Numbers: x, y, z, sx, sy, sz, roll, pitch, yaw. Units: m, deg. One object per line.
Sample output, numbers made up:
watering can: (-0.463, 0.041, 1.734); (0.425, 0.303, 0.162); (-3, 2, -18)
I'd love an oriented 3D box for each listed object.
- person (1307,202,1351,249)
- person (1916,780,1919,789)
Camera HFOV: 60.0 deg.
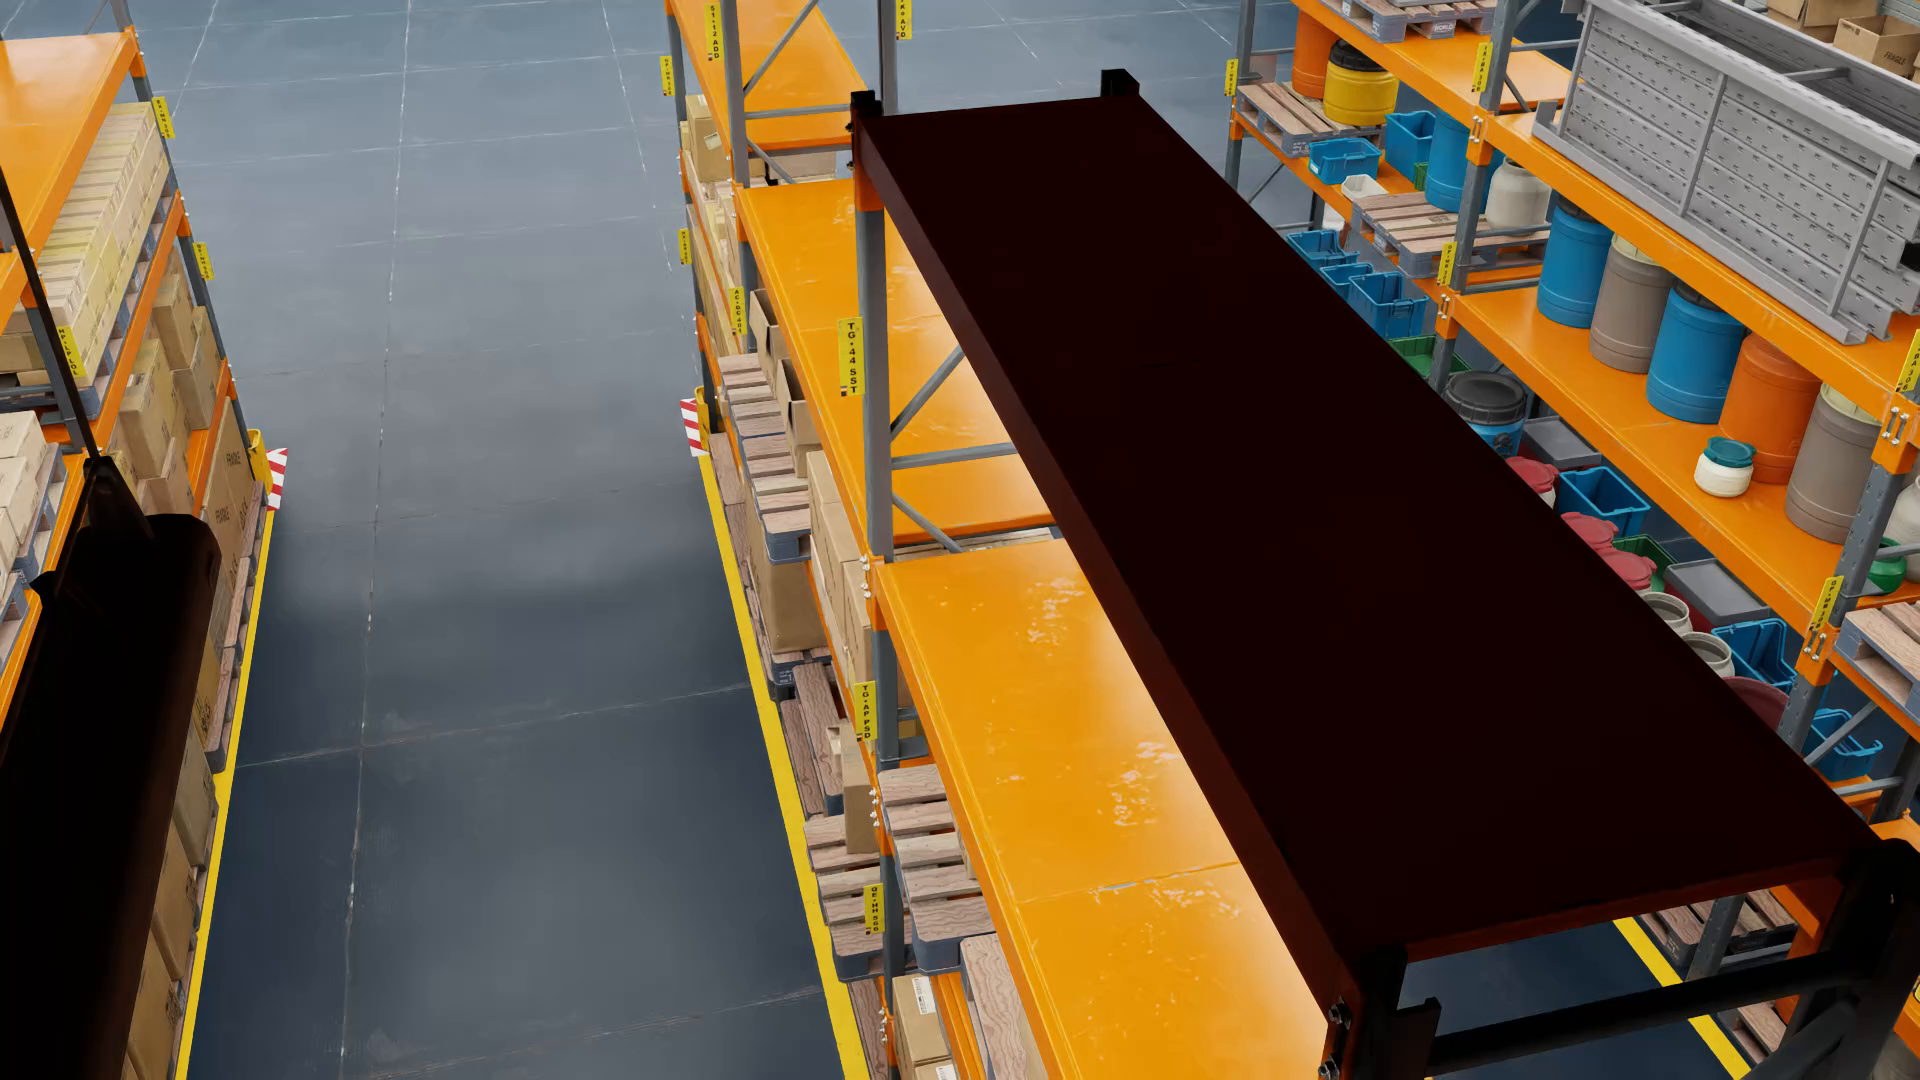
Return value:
person: (3.872, -3.280, 17.291); (0.481, 1.764, 0.594); (-11, 36, -15)
person: (6.648, 1.246, 10.700); (0.686, 1.716, 1.112); (-11, 36, -16)
